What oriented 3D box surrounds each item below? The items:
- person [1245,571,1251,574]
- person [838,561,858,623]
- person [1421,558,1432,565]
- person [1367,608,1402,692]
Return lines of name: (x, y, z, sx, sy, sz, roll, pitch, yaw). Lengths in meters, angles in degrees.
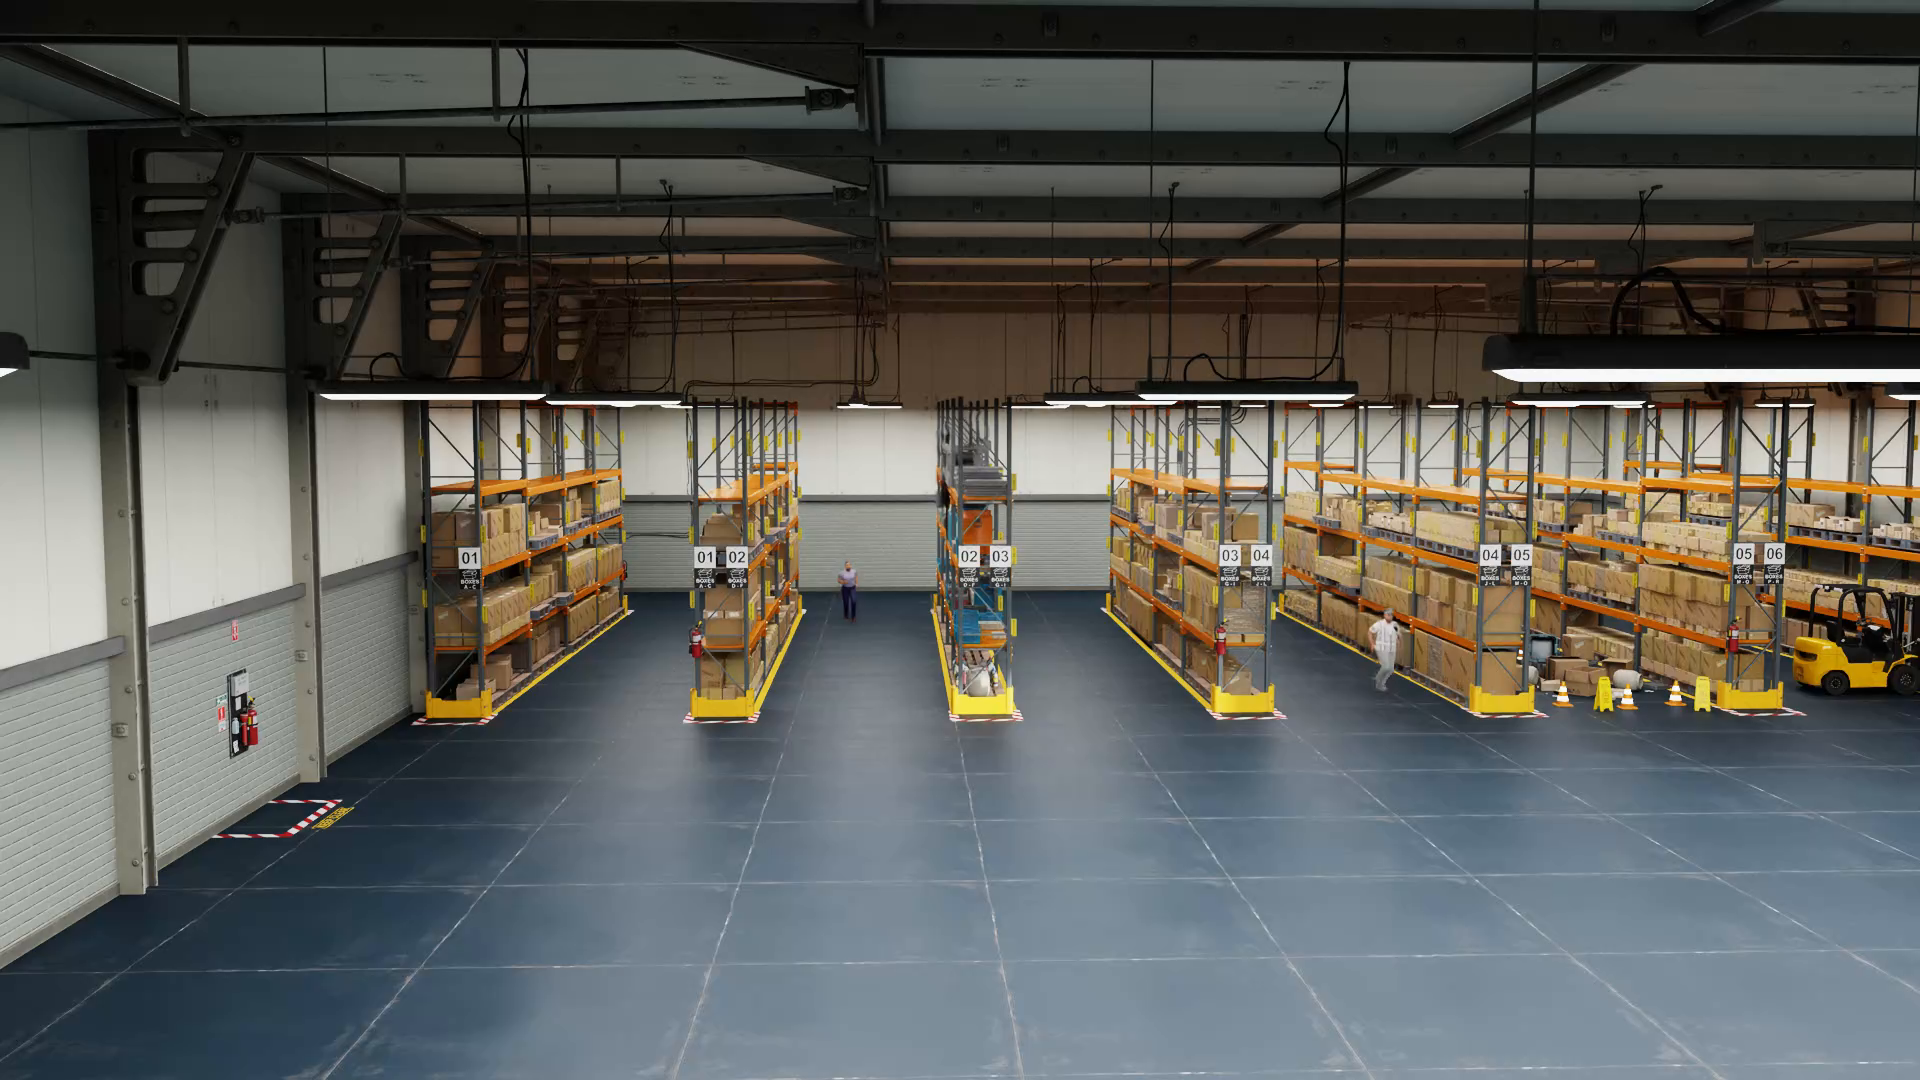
person: (8.002, 1.346, 46.256, 0.681, 1.654, 0.694, 0, 4, 4)
person: (-3.067, 1.509, 45.338, 0.549, 1.525, 0.785, -1, 4, -9)
person: (13.792, 1.044, 49.300, 0.584, 1.729, 0.696, 0, 4, 1)
person: (8.690, 2.234, 33.799, 0.637, 1.738, 0.724, -1, 5, -18)
